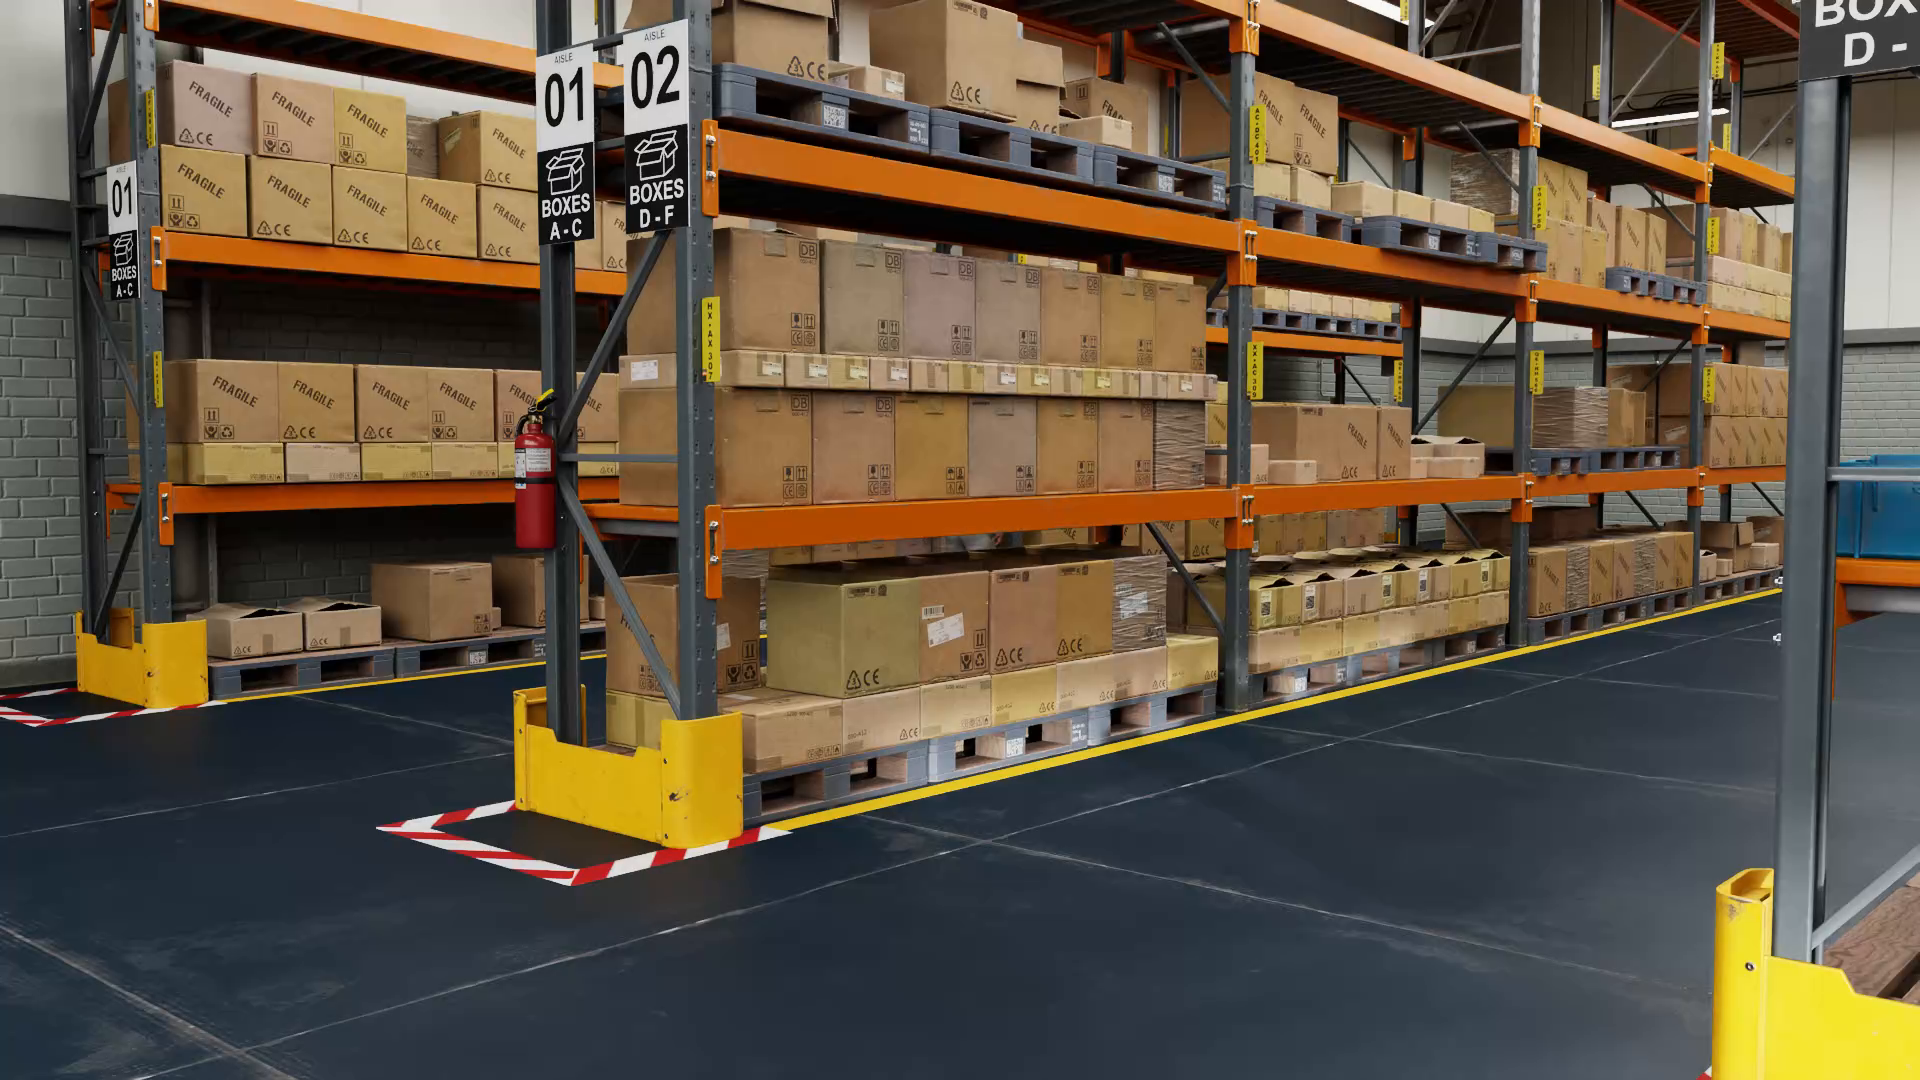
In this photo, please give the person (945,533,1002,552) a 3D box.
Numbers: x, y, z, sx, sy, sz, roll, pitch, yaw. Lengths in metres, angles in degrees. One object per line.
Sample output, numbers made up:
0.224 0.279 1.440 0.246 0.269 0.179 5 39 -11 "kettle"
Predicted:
0.075 -0.105 13.379 0.585 1.747 0.439 3 5 41 "person"
